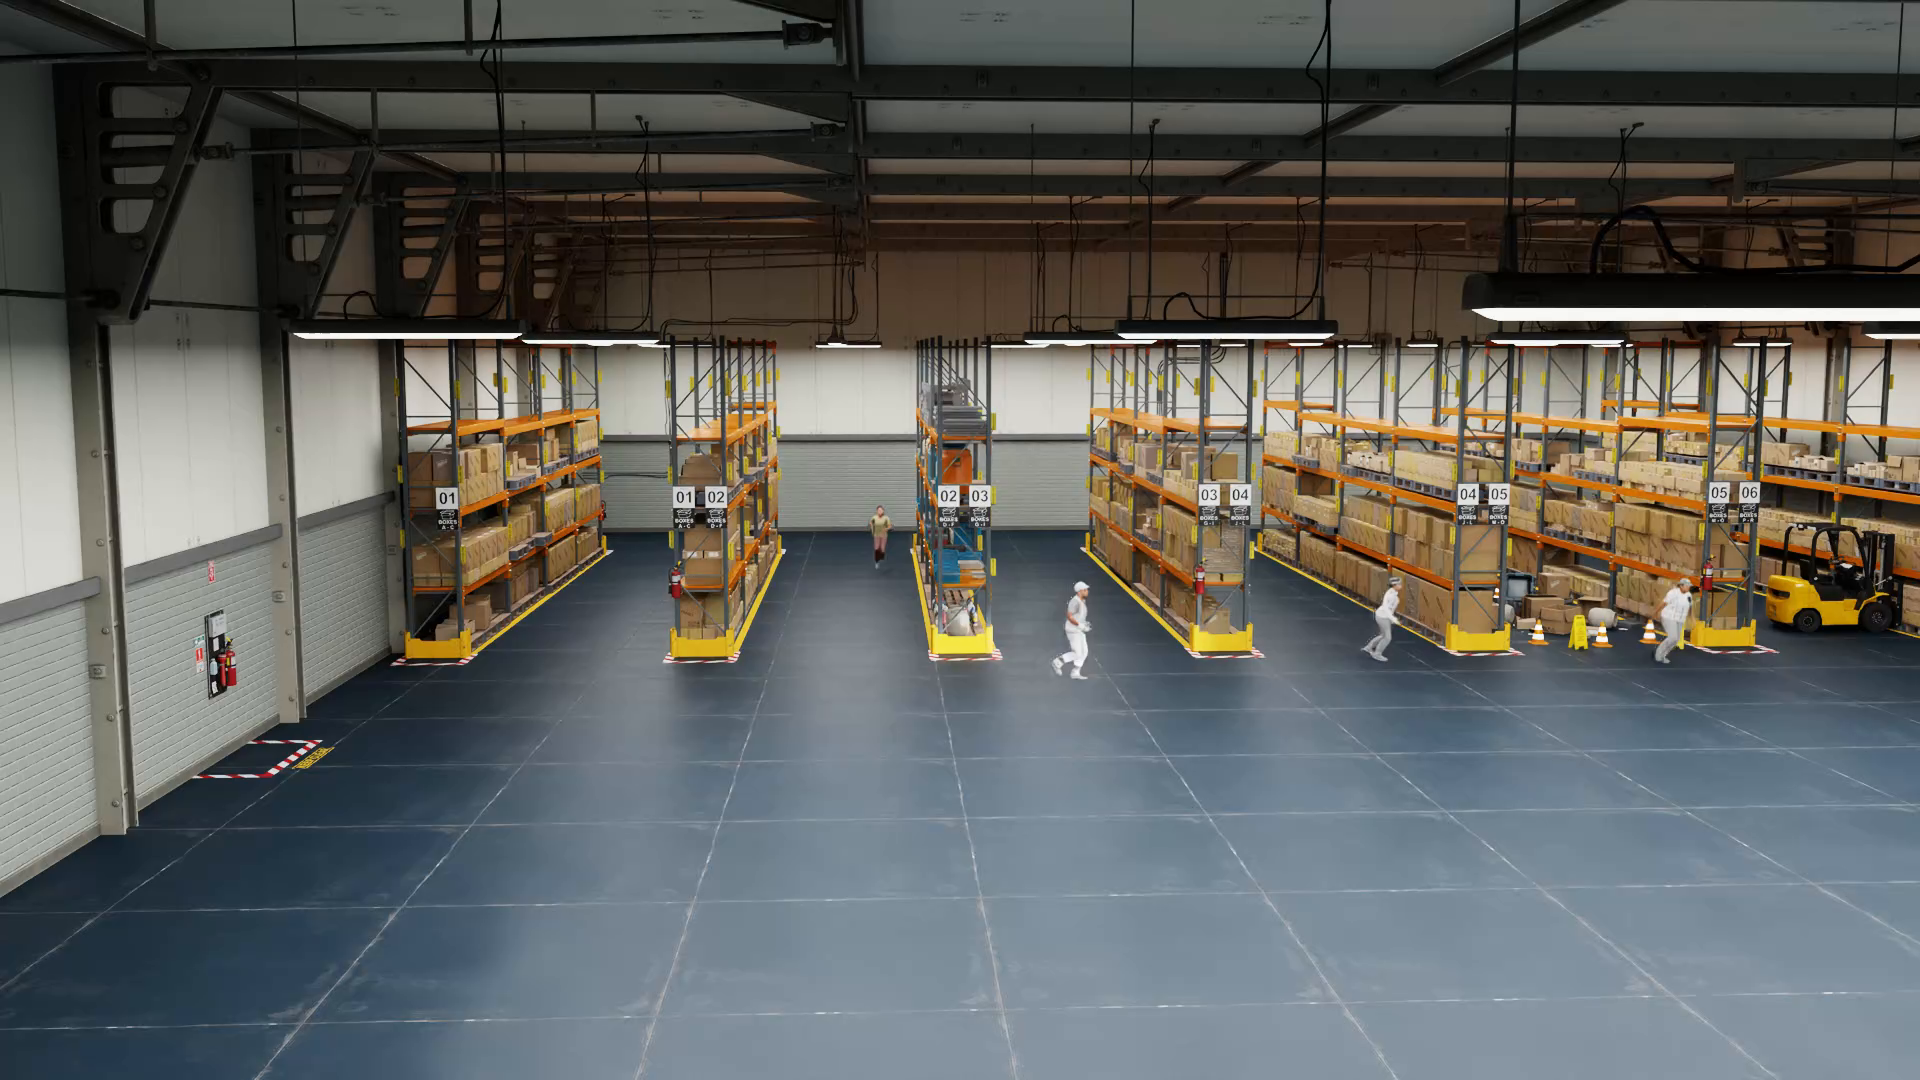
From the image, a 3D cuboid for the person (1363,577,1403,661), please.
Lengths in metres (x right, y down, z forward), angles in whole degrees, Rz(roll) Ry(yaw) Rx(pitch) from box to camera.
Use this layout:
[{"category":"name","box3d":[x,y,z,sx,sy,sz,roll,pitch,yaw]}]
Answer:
[{"category":"person","box3d":[7.803,1.453,30.740,0.737,1.608,0.574,3,7,28]}]

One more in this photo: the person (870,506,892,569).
[{"category":"person","box3d":[-2.035,-0.073,42.685,0.560,1.621,0.645,0,6,0]}]

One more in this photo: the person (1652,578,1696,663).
[{"category":"person","box3d":[13.091,1.475,30.463,0.619,1.610,0.674,-2,7,-19]}]

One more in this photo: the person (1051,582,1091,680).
[{"category":"person","box3d":[1.951,1.585,29.016,0.709,1.733,0.656,2,7,20]}]
